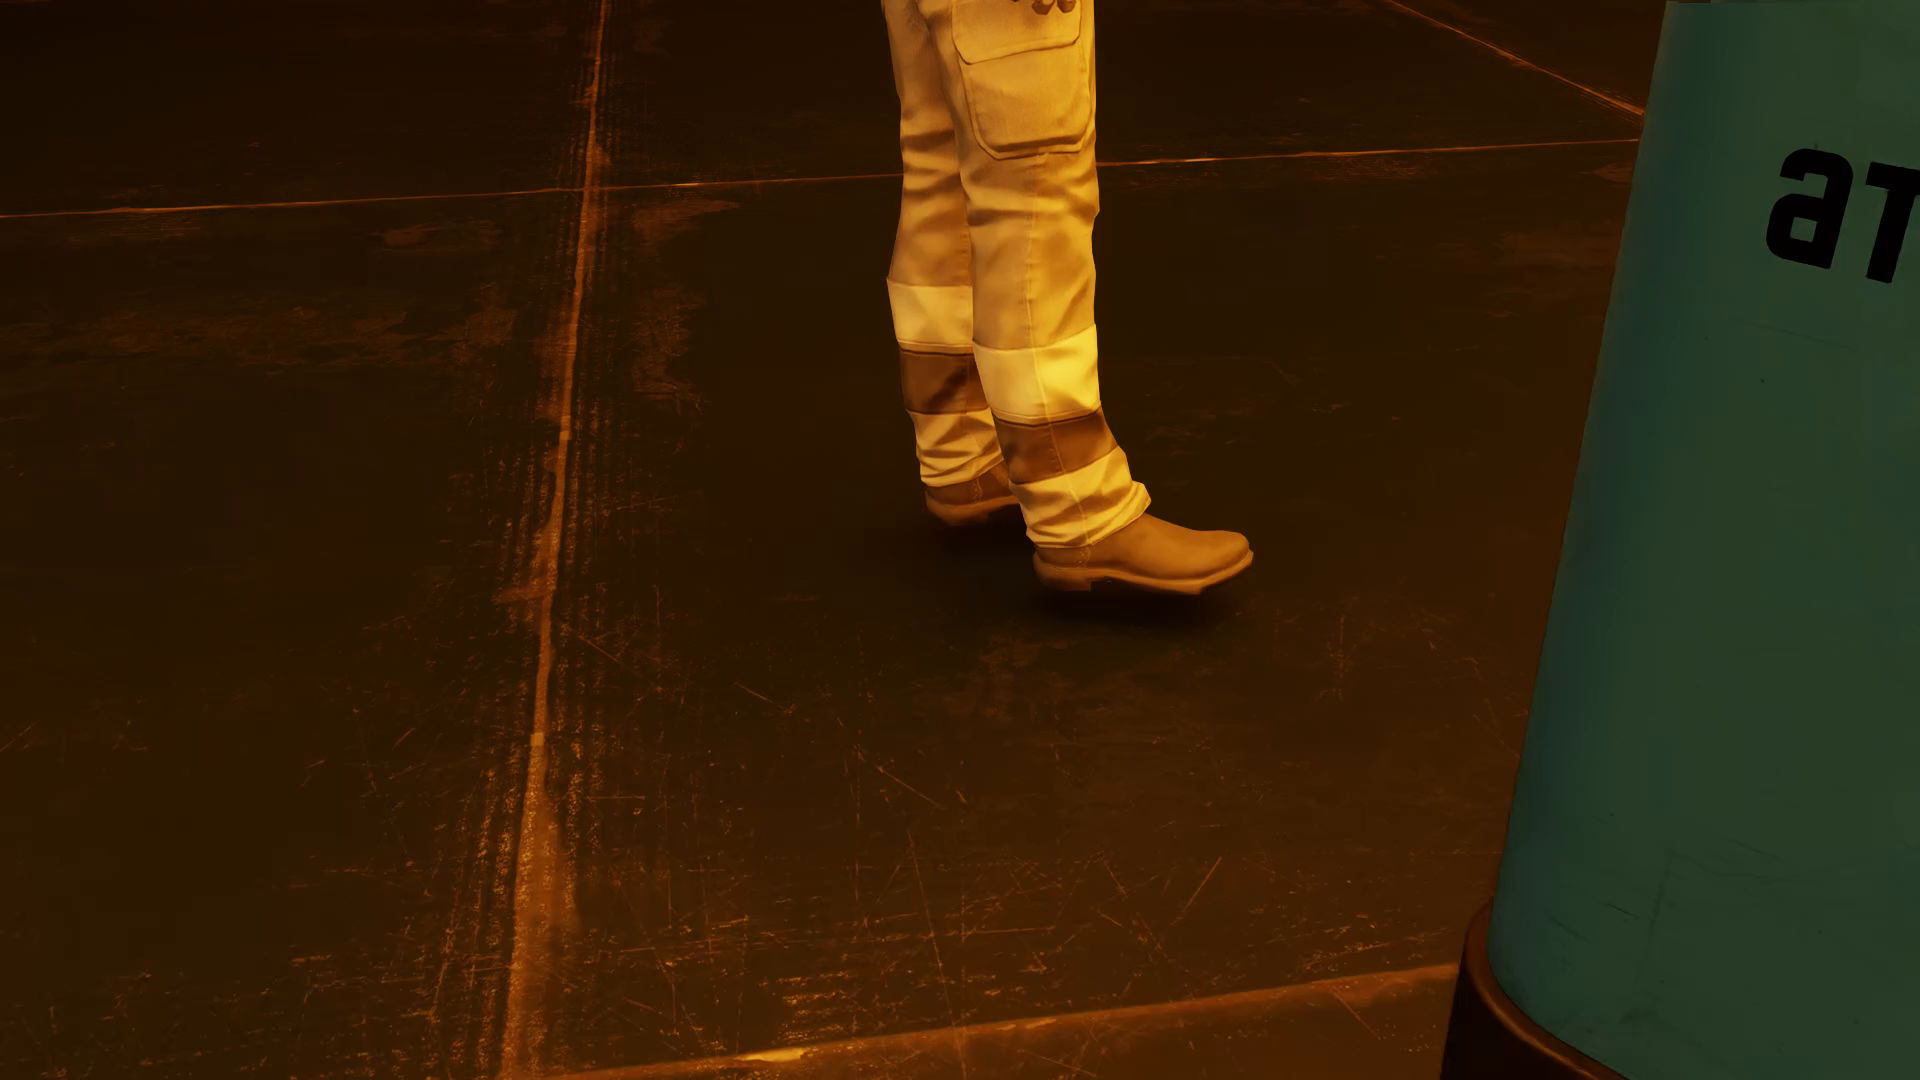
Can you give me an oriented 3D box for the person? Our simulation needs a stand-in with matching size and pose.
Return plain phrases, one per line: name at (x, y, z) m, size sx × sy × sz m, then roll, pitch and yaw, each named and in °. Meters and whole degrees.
person at (0.081, -0.833, 2.060) m, size 0.564 × 1.787 × 0.637 m, roll -5°, pitch 28°, yaw -9°
